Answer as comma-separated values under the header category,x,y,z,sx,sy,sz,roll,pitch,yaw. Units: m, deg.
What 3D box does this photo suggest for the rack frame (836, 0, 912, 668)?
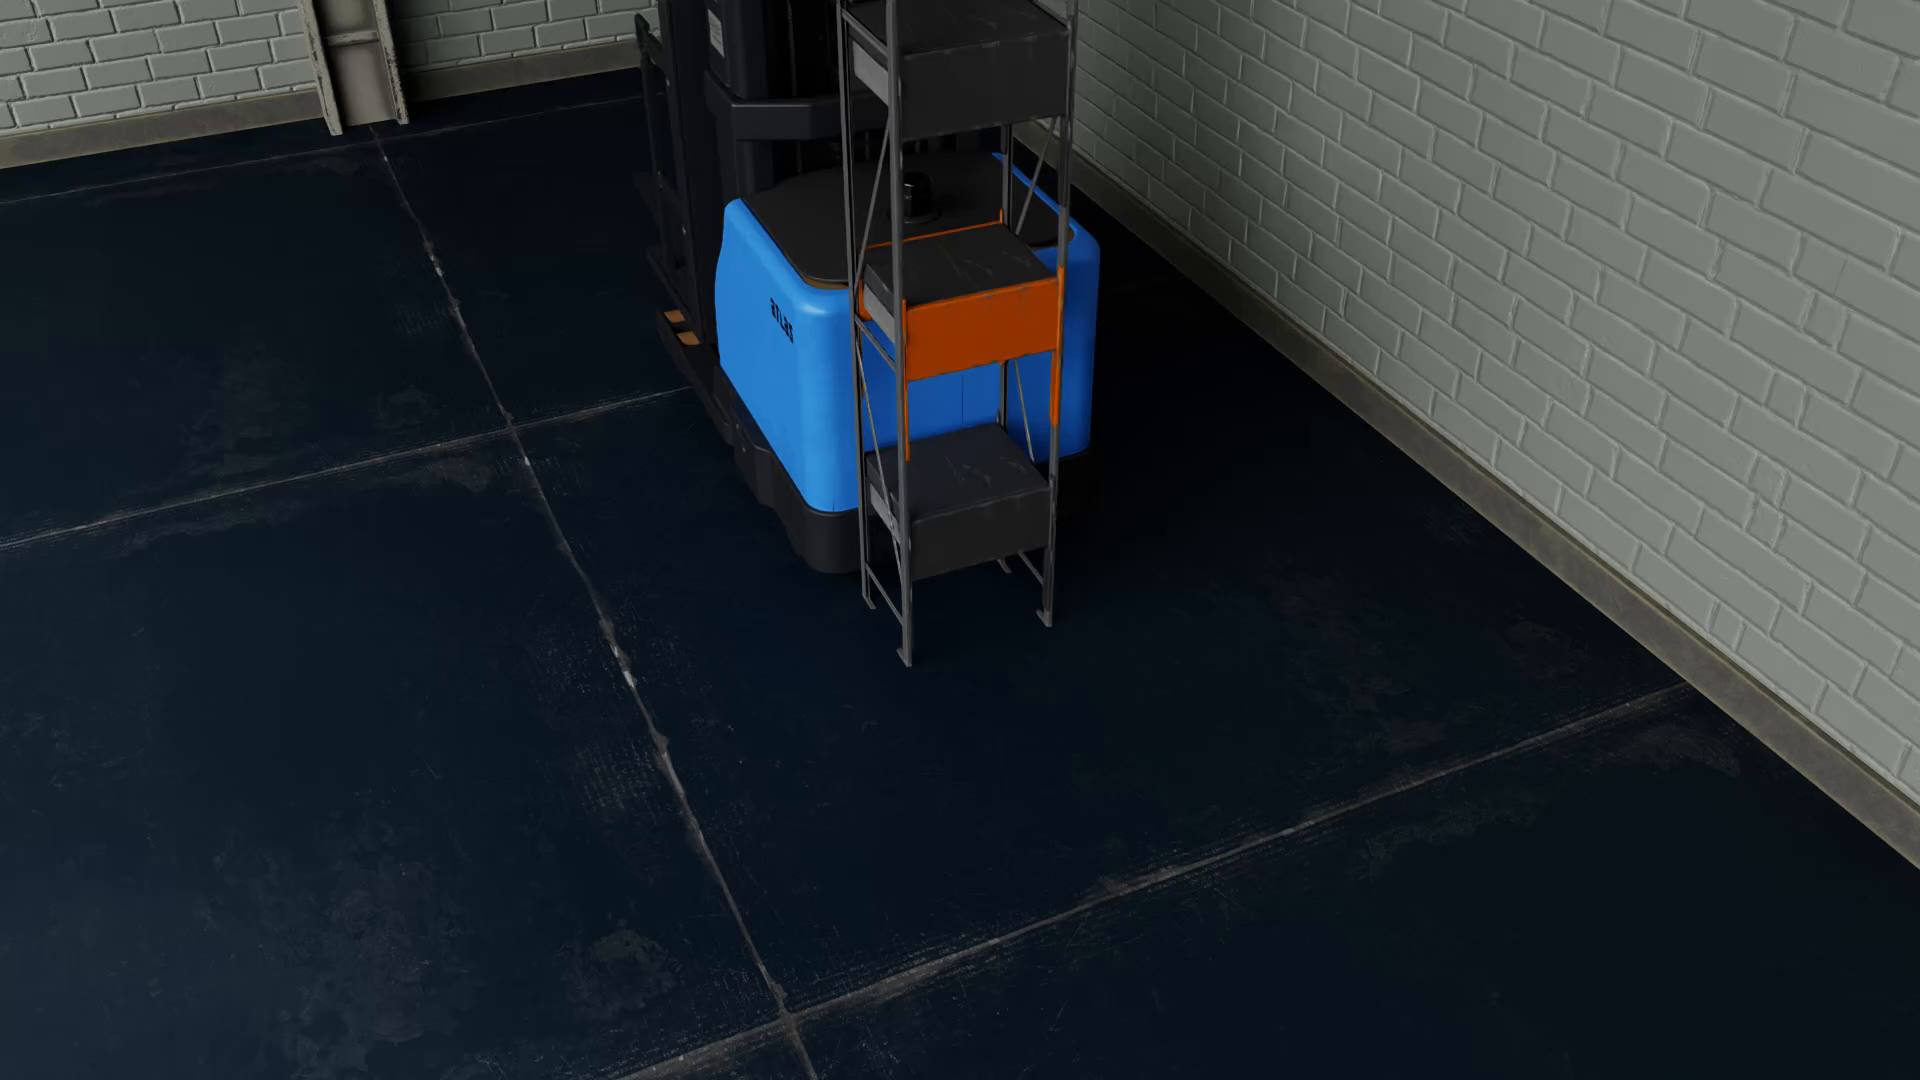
category,x,y,z,sx,sy,sz,roll,pitch,yaw
rack frame,-0.237,-0.552,4.732,0.015,2.100,0.400,-15,39,-19

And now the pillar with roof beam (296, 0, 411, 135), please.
category,x,y,z,sx,sy,sz,roll,pitch,yaw
pillar with roof beam,-1.287,-3.506,2.923,0.400,9.000,9.100,-16,39,-20

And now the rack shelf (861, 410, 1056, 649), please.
category,x,y,z,sx,sy,sz,roll,pitch,yaw
rack shelf,-0.013,-0.037,5.235,0.480,0.518,0.431,-15,39,-19

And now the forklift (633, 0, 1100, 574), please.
category,x,y,z,sx,sy,sz,roll,pitch,yaw
forklift,-0.590,-1.939,5.903,1.130,2.935,3.031,-15,39,-19

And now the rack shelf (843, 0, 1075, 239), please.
category,x,y,z,sx,sy,sz,roll,pitch,yaw
rack shelf,-0.013,-1.161,4.401,0.480,0.518,0.431,-15,39,-19

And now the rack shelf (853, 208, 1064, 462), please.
category,x,y,z,sx,sy,sz,roll,pitch,yaw
rack shelf,-0.013,-0.599,4.818,0.480,0.518,0.431,-15,39,-19

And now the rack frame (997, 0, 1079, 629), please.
category,x,y,z,sx,sy,sz,roll,pitch,yaw
rack frame,0.210,-0.668,4.888,0.015,2.100,0.400,-15,39,-19

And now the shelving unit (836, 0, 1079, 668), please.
category,x,y,z,sx,sy,sz,roll,pitch,yaw
shelving unit,-0.013,-0.610,4.810,0.503,2.100,0.431,-15,39,-19
